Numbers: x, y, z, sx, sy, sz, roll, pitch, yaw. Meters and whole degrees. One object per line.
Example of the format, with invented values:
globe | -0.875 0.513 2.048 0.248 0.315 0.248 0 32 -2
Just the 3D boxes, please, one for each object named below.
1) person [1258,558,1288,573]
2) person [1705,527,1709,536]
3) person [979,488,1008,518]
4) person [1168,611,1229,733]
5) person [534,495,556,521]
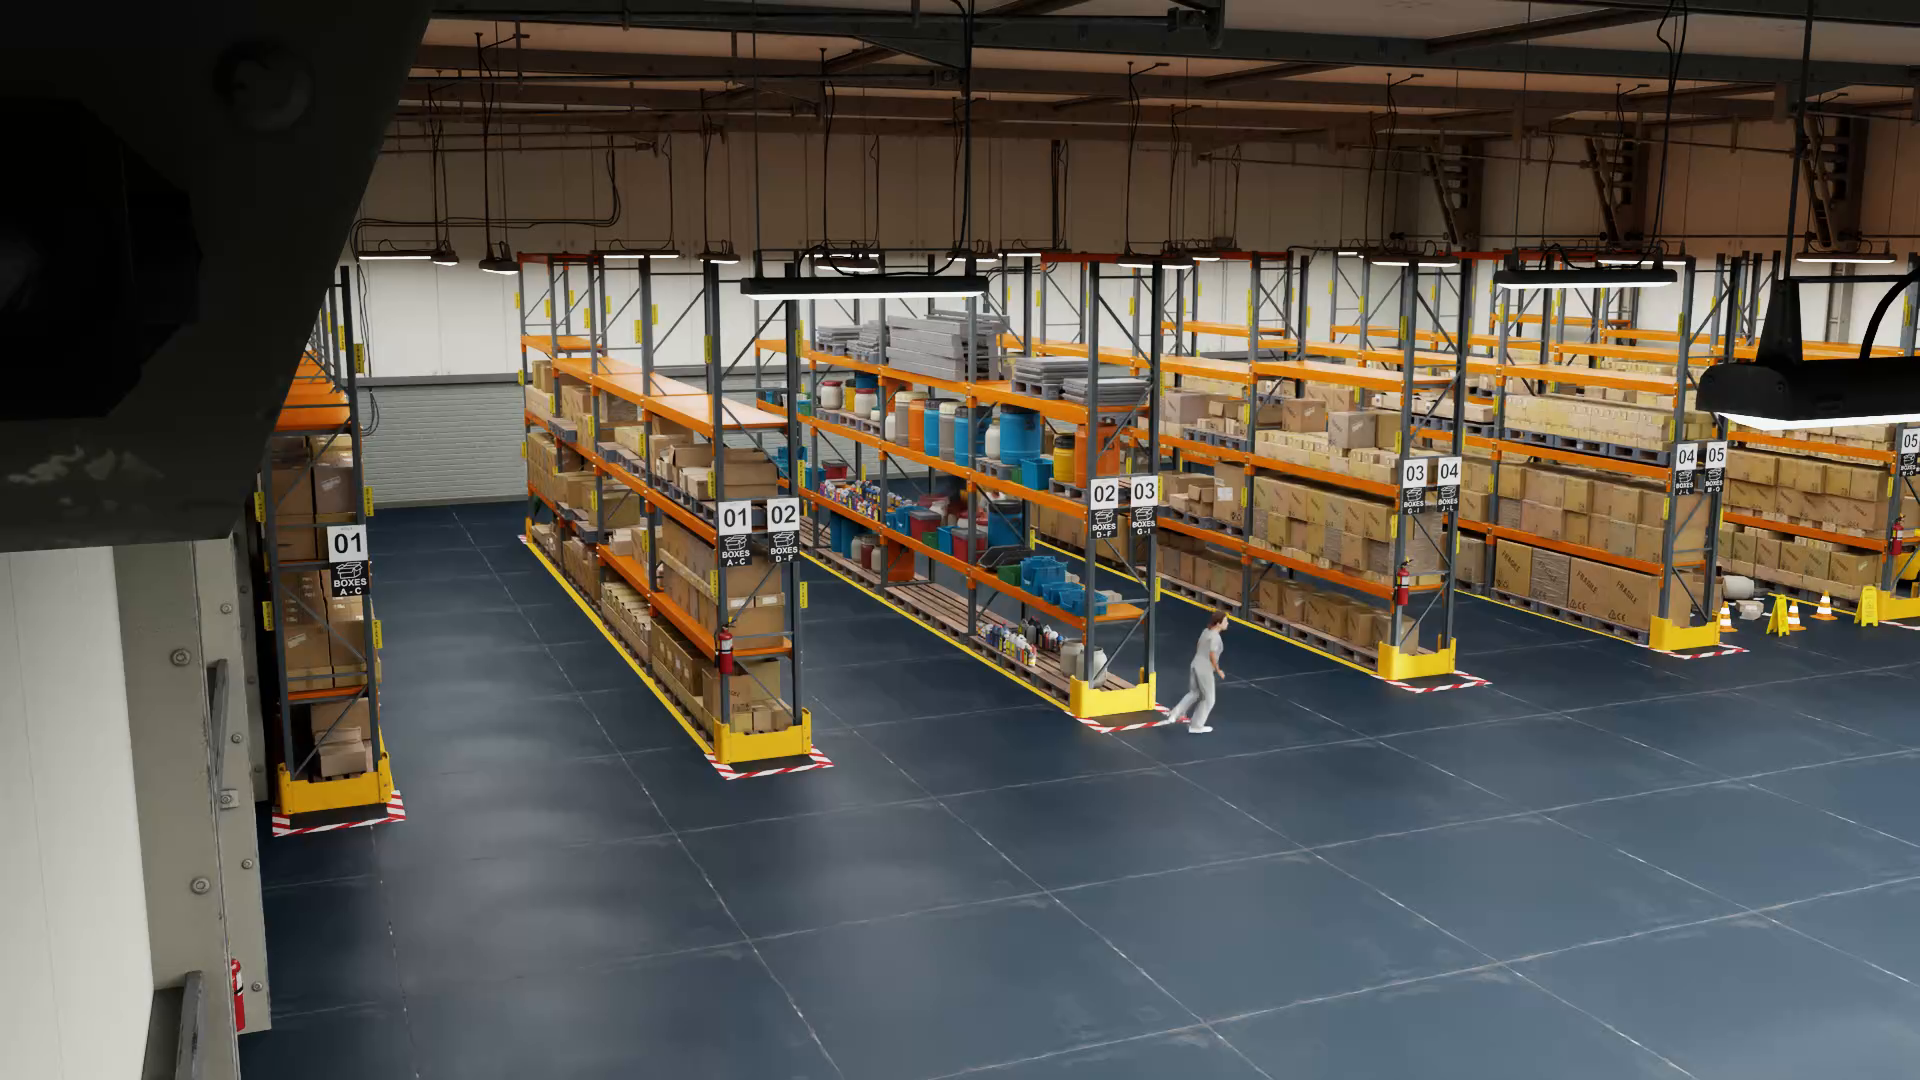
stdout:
person | 6.019 -0.280 31.872 0.565 1.717 0.837 -5 11 -24
person | 15.309 -0.636 33.852 0.547 1.654 0.570 -7 13 -34
person | 0.675 -0.334 32.075 0.653 1.728 0.631 -4 11 -22
person | 3.052 1.691 21.353 0.718 1.602 0.583 -3 11 -14
person | -8.975 -1.117 36.007 0.827 1.750 0.617 3 11 18
